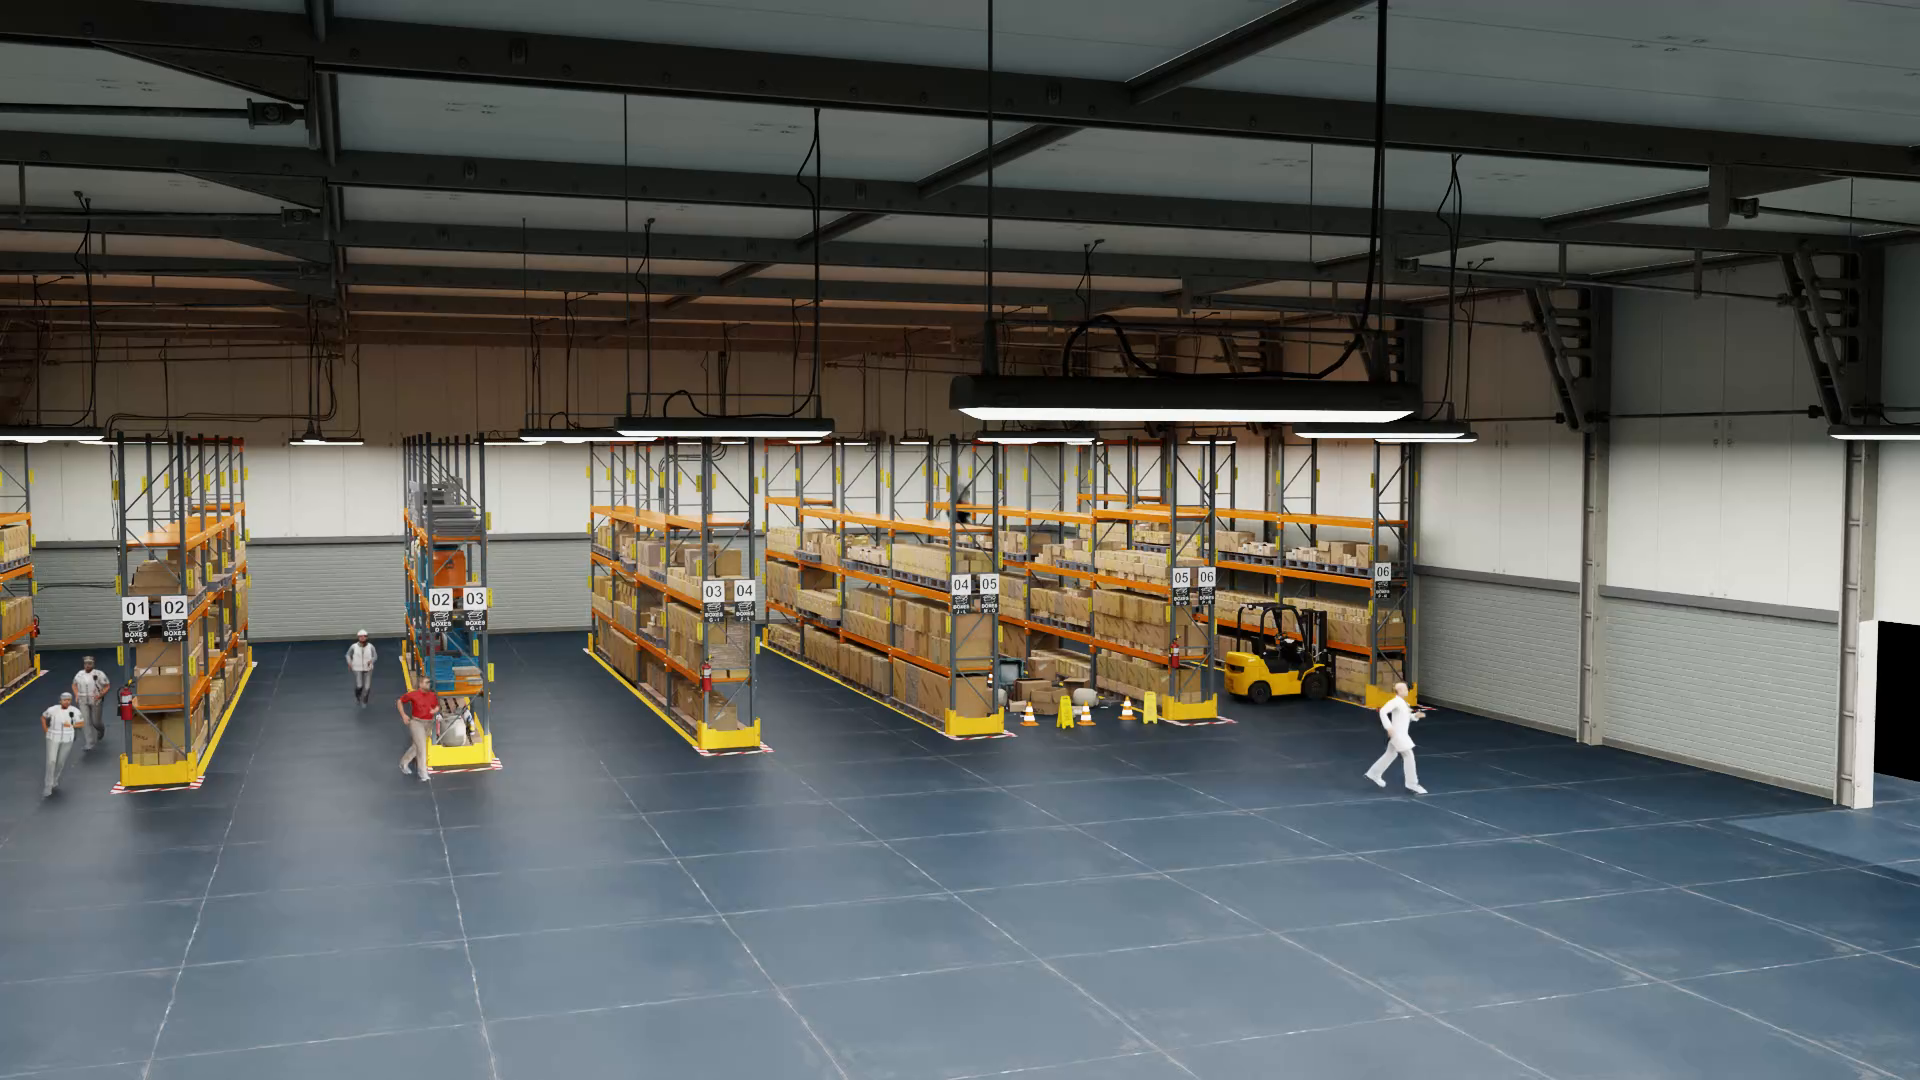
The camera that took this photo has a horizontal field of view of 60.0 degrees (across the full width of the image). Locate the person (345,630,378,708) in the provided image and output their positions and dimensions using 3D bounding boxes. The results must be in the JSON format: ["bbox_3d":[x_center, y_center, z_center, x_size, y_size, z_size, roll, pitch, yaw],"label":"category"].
[{"bbox_3d":[-13.066,2.839,36.367,0.649,1.728,0.575,-2,4,-26],"label":"person"}]

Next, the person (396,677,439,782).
[{"bbox_3d":[-9.372,3.268,28.965,0.879,1.749,0.683,2,4,27],"label":"person"}]

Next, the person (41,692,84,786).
[{"bbox_3d":[-14.998,3.291,27.784,0.620,1.523,0.760,-2,4,-35],"label":"person"}]

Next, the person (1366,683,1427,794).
[{"bbox_3d":[7.264,3.274,27.664,1.001,1.812,0.680,1,3,19],"label":"person"}]

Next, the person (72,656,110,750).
[{"bbox_3d":[-16.615,3.080,31.782,0.679,1.757,0.834,-1,3,-15],"label":"person"}]
